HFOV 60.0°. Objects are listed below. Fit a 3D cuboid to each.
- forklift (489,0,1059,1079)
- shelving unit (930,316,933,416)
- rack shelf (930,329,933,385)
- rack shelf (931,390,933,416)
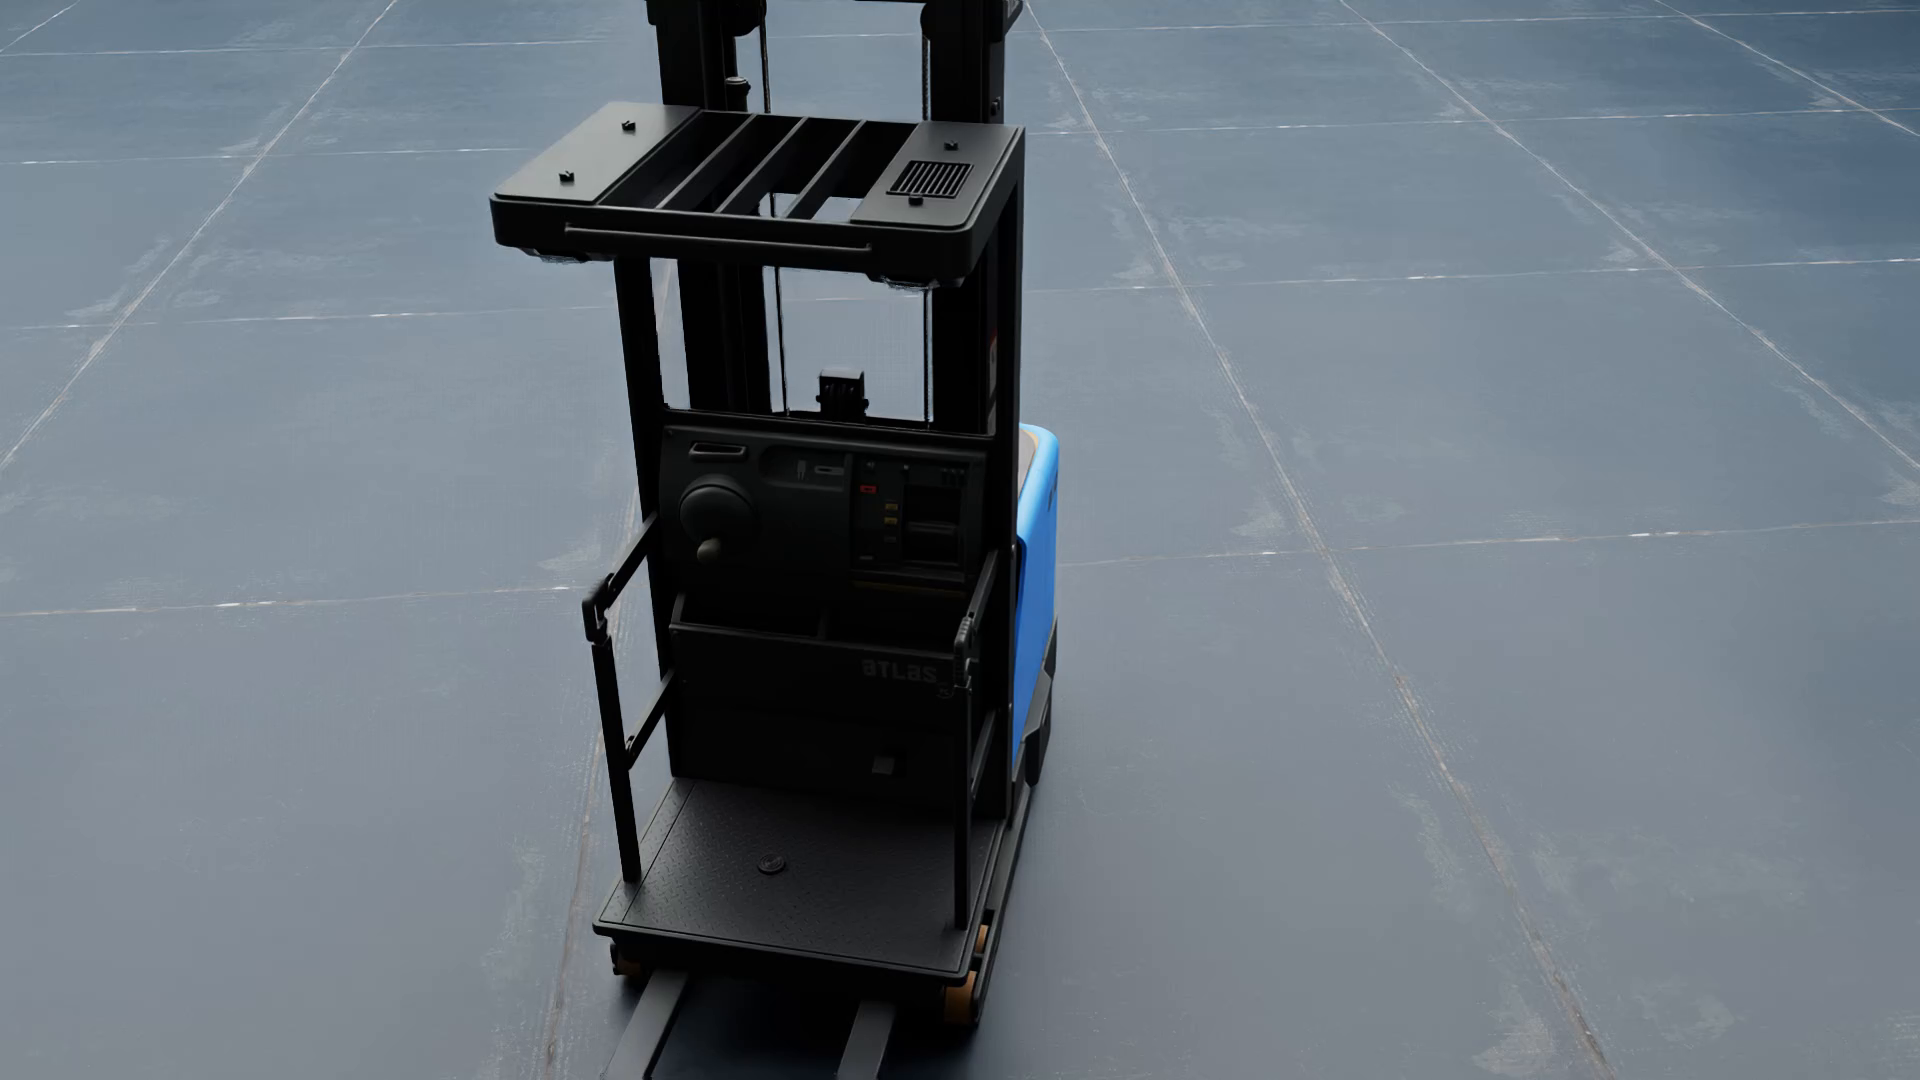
[{"bbox_3d":[-0.428,-0.044,4.466,1.130,2.935,3.031,6,31,10],"label":"forklift"},{"bbox_3d":[-0.005,-0.478,7.027,0.215,1.050,0.252,-3,31,-5],"label":"shelving unit"},{"bbox_3d":[-0.005,-0.713,6.886,0.215,0.259,0.240,-3,31,-5],"label":"rack shelf"},{"bbox_3d":[-0.005,-0.469,7.032,0.215,0.259,0.240,-3,31,-5],"label":"rack shelf"}]
